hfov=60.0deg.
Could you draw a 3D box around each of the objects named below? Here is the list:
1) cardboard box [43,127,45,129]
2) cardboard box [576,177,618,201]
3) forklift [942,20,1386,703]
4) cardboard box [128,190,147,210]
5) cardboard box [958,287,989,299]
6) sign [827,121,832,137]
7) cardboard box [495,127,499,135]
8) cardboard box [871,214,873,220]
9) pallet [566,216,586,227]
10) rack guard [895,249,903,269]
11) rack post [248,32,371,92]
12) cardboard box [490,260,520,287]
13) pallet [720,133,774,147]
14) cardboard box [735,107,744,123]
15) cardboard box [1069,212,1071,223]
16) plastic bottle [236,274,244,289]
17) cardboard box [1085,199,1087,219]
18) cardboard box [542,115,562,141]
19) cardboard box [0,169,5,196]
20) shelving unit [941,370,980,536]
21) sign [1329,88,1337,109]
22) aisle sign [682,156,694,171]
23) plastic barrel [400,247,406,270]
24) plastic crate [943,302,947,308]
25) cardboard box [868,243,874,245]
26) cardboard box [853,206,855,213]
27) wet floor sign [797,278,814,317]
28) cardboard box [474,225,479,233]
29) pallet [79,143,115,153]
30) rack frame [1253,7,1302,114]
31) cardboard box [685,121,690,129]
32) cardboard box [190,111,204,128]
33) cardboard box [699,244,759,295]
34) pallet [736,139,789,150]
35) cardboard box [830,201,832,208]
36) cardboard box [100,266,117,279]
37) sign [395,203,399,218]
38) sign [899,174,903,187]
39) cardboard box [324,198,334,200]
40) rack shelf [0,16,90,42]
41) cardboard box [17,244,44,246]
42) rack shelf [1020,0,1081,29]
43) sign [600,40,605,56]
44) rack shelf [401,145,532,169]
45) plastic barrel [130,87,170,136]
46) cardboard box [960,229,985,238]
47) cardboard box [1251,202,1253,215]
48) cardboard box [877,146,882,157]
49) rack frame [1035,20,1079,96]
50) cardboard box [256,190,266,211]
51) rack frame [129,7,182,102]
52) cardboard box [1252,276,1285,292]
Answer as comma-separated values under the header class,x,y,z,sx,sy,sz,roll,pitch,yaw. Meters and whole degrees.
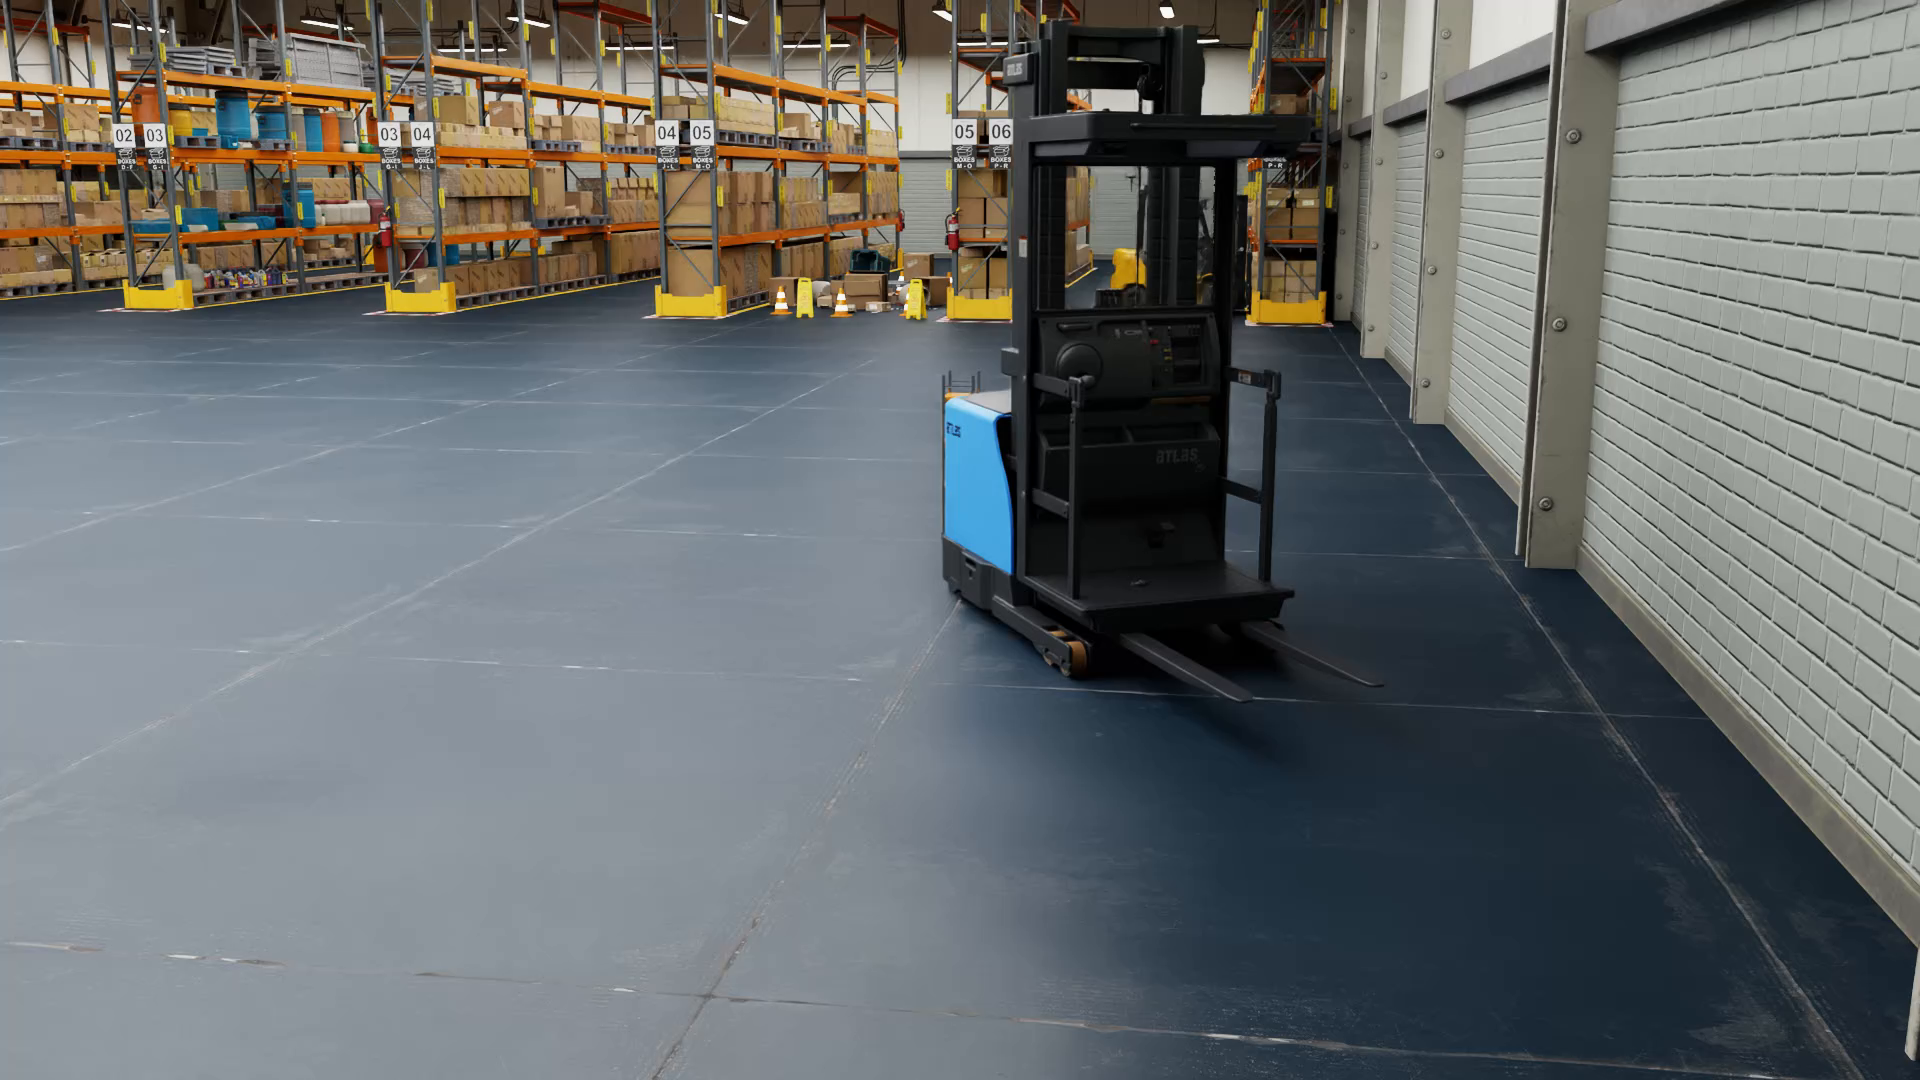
class,x,y,z,sx,sy,sz,roll,pitch,yaw
cardboard box,-22.527,-9.866,40.750,0.700,0.500,0.500,2,12,8
cardboard box,-8.065,-7.810,36.994,0.797,0.503,0.637,2,12,11
forklift,0.889,-0.906,7.738,1.130,2.935,3.031,-4,13,-20
cardboard box,-22.044,-8.844,43.698,0.980,0.700,0.700,2,12,7
cardboard box,0.231,-4.176,28.279,0.500,0.250,0.500,2,12,8
sign,-2.761,-8.675,35.093,0.100,0.325,0.005,2,12,9
cardboard box,-8.787,-7.580,30.834,0.380,0.149,0.250,2,12,11
cardboard box,-2.323,-7.865,40.465,0.380,0.149,0.250,1,12,6
pallet,-8.457,-6.612,34.508,1.003,0.211,1.213,2,12,9
rack guard,-2.089,-7.365,43.480,1.175,0.500,0.348,2,12,9
rack post,-13.484,-9.890,34.549,1.013,1.000,3.121,2,12,9
cardboard box,-8.909,-5.188,32.381,0.500,0.500,0.500,1,12,7
pallet,-4.059,-7.357,30.604,1.003,0.211,1.213,2,12,9
cardboard box,-4.056,-7.367,28.855,0.500,0.250,0.500,2,12,8
cardboard box,2.218,-7.245,37.348,0.500,0.250,0.500,2,12,7
plastic bottle,-13.678,-4.915,31.583,0.061,0.283,0.133,2,12,10
cardboard box,2.855,-8.192,41.146,0.500,0.500,0.500,2,12,10
cardboard box,-8.494,-8.299,33.521,0.797,0.503,0.637,2,12,11
cardboard box,-18.890,-6.885,32.004,0.700,0.500,0.500,2,12,9
shelving unit,0.008,-0.524,10.434,0.215,1.050,0.252,2,12,9
sign,5.821,-6.885,25.940,0.100,0.325,0.005,2,12,9
aisle sign,-7.248,-10.080,43.974,0.394,0.787,0.004,2,12,9
plastic barrel,-13.030,-6.491,38.403,0.421,0.512,0.421,0,12,0
plastic crate,-0.068,-4.238,29.967,0.402,0.080,0.583,-2,12,-11
cardboard box,-2.417,-7.546,42.744,0.380,0.149,0.250,2,12,10
cardboard box,-2.638,-7.657,38.504,0.380,0.149,0.250,2,12,8
wet floor sign,-2.586,-4.051,27.758,0.267,0.644,0.232,0,12,-1
cardboard box,-8.958,-5.643,30.153,0.380,0.149,0.250,2,12,9
pallet,-18.166,-8.438,35.853,1.003,0.211,1.213,2,12,11
rack frame,7.119,-10.403,37.405,1.000,3.000,0.127,2,12,9
cardboard box,-4.782,-7.002,28.106,0.380,0.149,0.250,2,12,9
cardboard box,-17.829,-9.641,38.380,0.500,0.500,0.500,2,12,9
cardboard box,-4.224,-4.955,30.410,0.875,0.875,0.875,2,12,9
pallet,-3.831,-7.670,32.296,0.805,0.209,1.217,1,12,6
cardboard box,-2.995,-7.316,36.213,0.380,0.149,0.250,2,12,11
cardboard box,-18.209,-5.651,35.127,0.500,0.250,0.500,2,12,10
sign,-12.542,-7.343,37.058,0.100,0.325,0.005,2,12,9
sign,-1.532,-9.301,43.032,0.100,0.325,0.005,2,12,9
cardboard box,-16.787,-8.736,43.673,0.500,0.500,0.500,2,12,8
rack shelf,-22.569,-12.222,39.666,1.077,0.370,4.000,2,12,9
cardboard box,-18.977,-5.749,33.801,0.500,0.500,0.500,2,12,9
rack shelf,1.907,-11.420,35.942,1.077,0.370,4.000,2,12,9
sign,-7.655,-10.531,35.595,0.100,0.325,0.005,2,12,9
rack shelf,-9.116,-6.985,30.370,1.077,0.370,4.000,2,12,9
plastic barrel,-14.368,-7.601,29.506,0.600,0.830,0.708,2,12,9
cardboard box,0.215,-5.094,27.609,0.380,0.149,0.250,2,12,11
cardboard box,6.170,-6.725,33.748,0.500,0.250,0.500,2,12,9
cardboard box,-2.193,-9.463,40.519,0.500,0.250,0.500,2,12,11
rack frame,2.214,-10.563,38.148,1.000,3.000,0.127,2,12,9
cardboard box,-17.660,-8.436,41.284,0.700,0.500,0.500,-2,12,-10
rack frame,-17.981,-10.373,37.267,1.000,3.000,0.127,2,12,9
cardboard box,5.040,-4.189,27.156,0.500,0.250,0.500,2,12,8
